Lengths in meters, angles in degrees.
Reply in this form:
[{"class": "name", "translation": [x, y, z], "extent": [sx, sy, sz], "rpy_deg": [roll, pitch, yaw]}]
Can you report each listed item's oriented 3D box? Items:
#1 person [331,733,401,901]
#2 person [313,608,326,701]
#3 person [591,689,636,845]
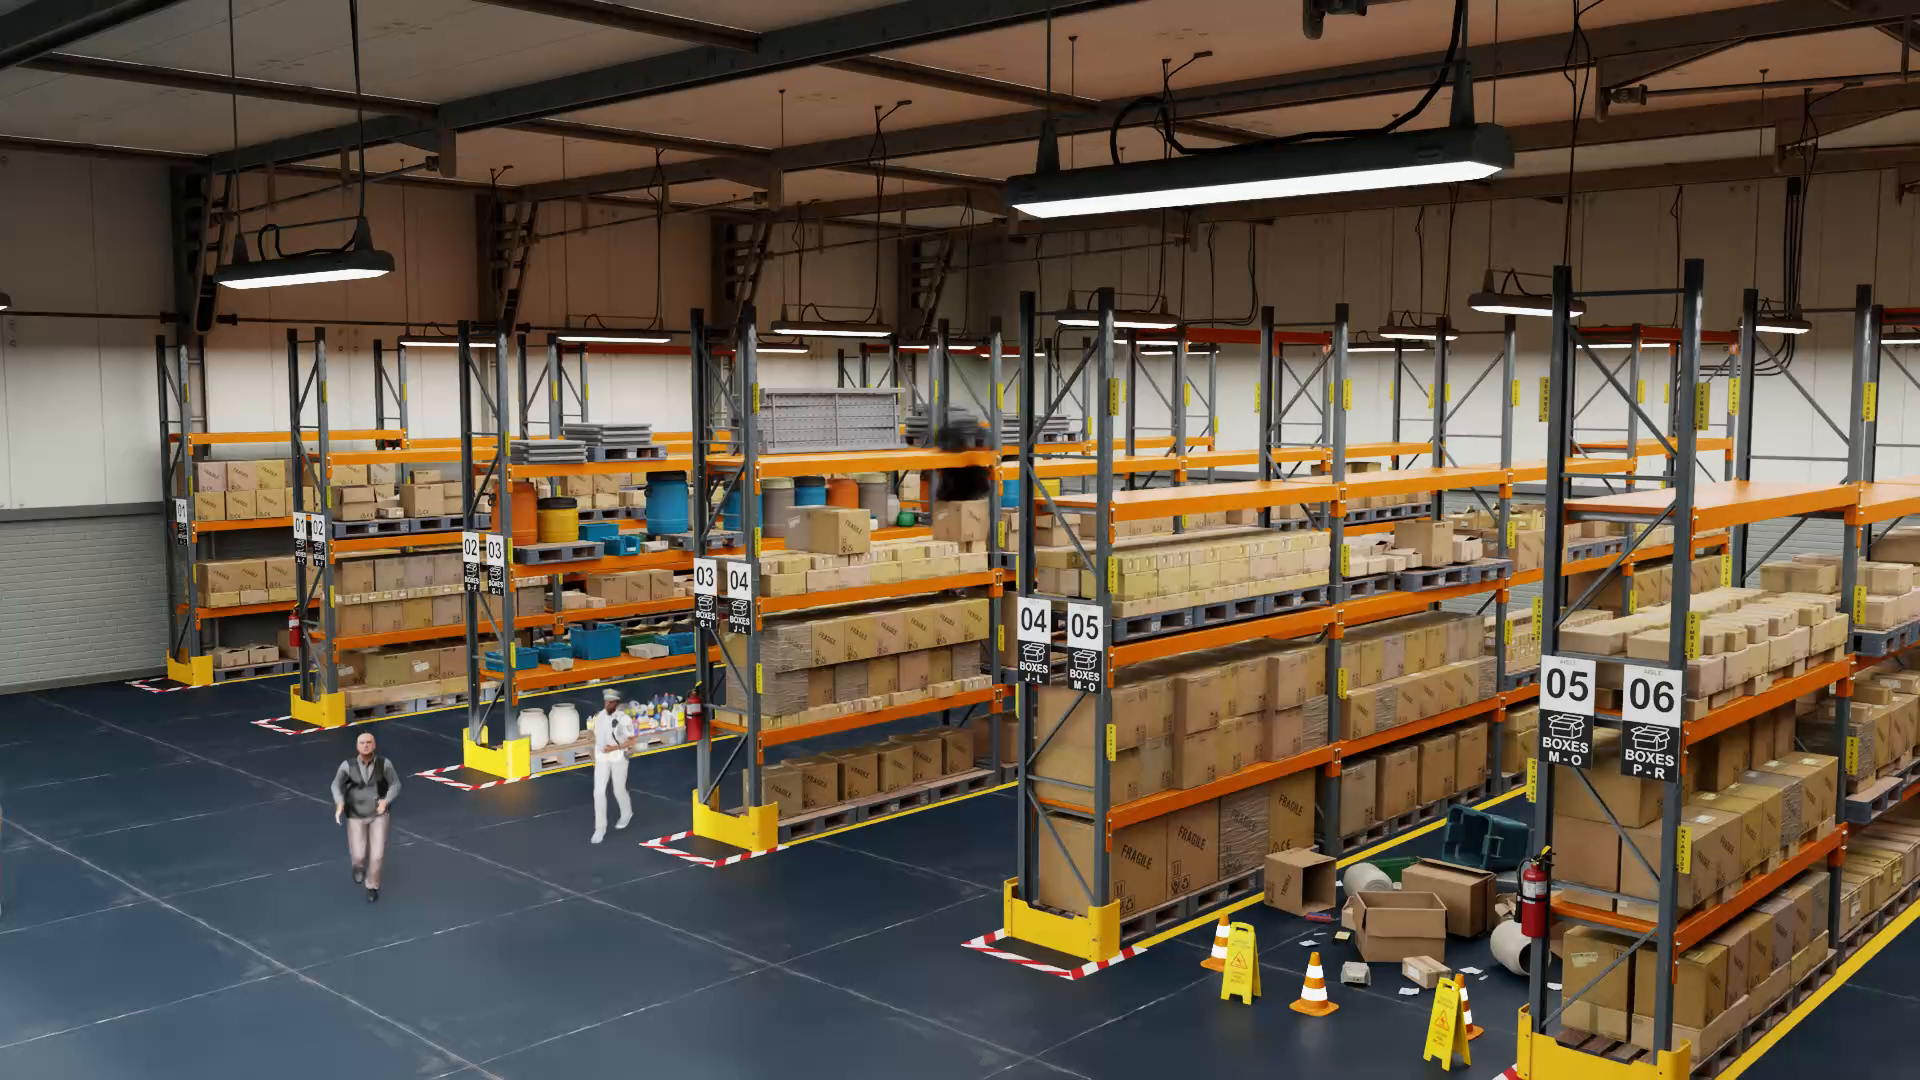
[{"class": "person", "translation": [-5.944, 2.775, 16.678], "extent": [0.665, 1.684, 0.578], "rpy_deg": [-2, 6, -20]}, {"class": "person", "translation": [-10.352, 1.814, 27.114], "extent": [0.541, 1.561, 0.838], "rpy_deg": [4, 7, 35]}, {"class": "person", "translation": [-3.957, 2.534, 18.976], "extent": [0.577, 1.719, 0.779], "rpy_deg": [1, 5, 11]}]
